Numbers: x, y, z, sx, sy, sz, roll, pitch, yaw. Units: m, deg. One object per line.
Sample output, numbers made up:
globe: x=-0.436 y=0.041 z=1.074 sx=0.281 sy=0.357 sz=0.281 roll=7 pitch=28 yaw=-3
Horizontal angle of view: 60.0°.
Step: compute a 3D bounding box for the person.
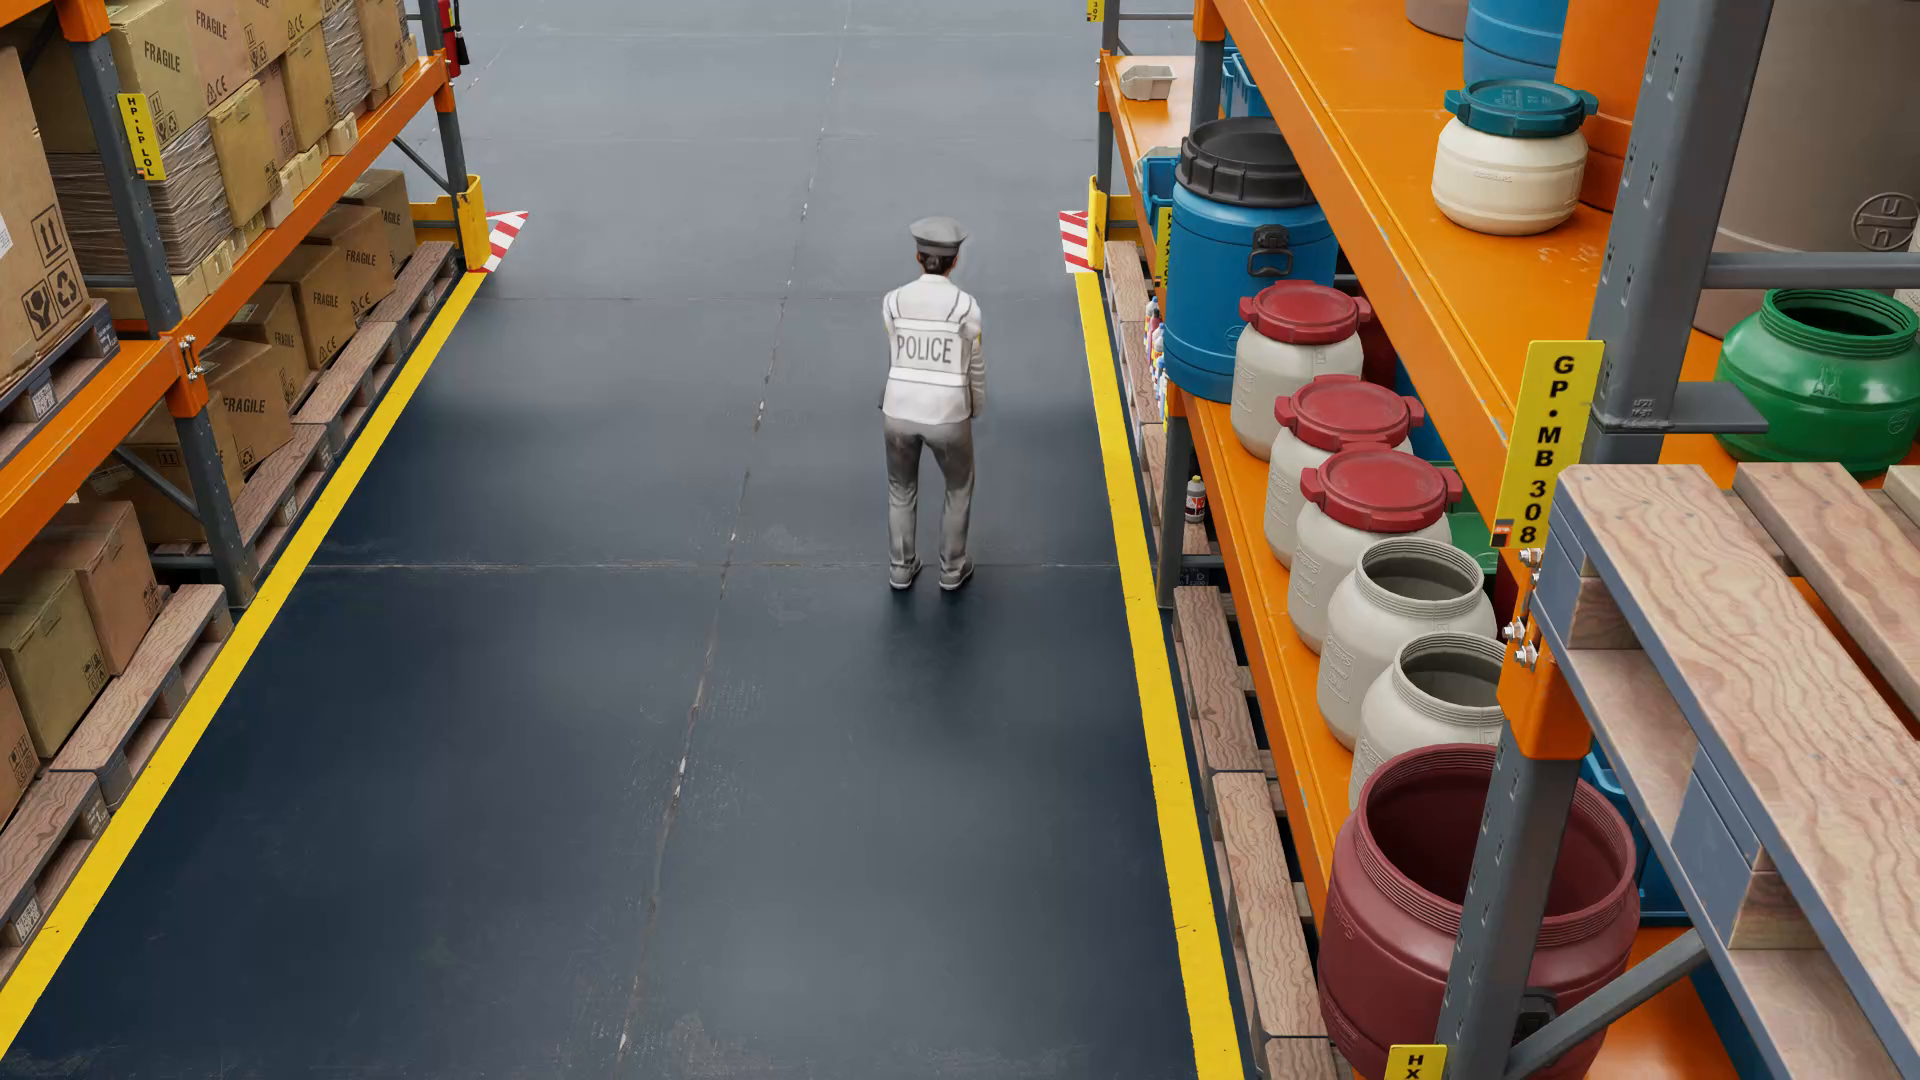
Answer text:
person: x=-0.118 y=-0.546 z=7.077 sx=0.411 sy=1.611 sz=0.581 roll=7 pitch=33 yaw=12
